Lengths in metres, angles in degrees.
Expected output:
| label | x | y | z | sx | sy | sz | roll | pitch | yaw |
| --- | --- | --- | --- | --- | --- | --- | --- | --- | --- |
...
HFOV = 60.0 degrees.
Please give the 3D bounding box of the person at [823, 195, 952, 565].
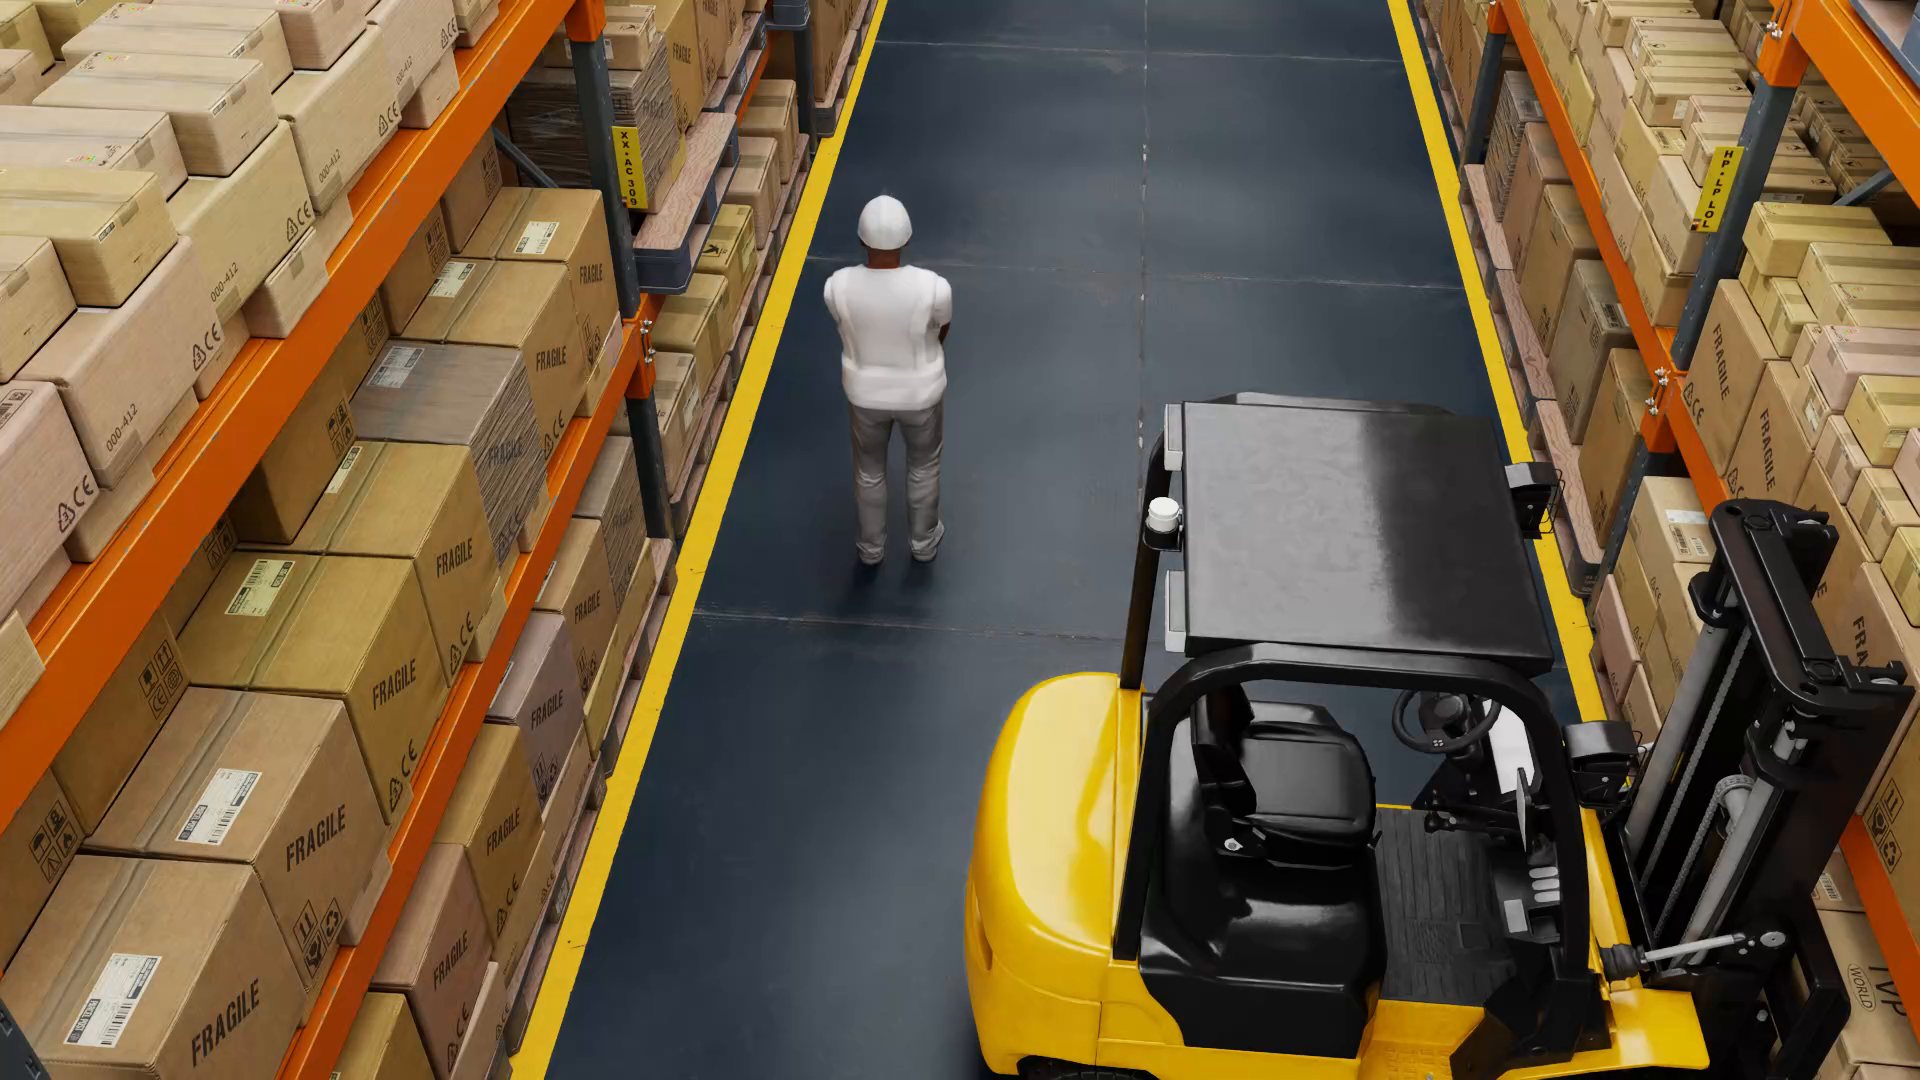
| label | x | y | z | sx | sy | sz | roll | pitch | yaw |
| --- | --- | --- | --- | --- | --- | --- | --- | --- | --- |
| person | -0.275 | -0.688 | 6.964 | 0.505 | 1.763 | 0.558 | 3 | 40 | 3 |
